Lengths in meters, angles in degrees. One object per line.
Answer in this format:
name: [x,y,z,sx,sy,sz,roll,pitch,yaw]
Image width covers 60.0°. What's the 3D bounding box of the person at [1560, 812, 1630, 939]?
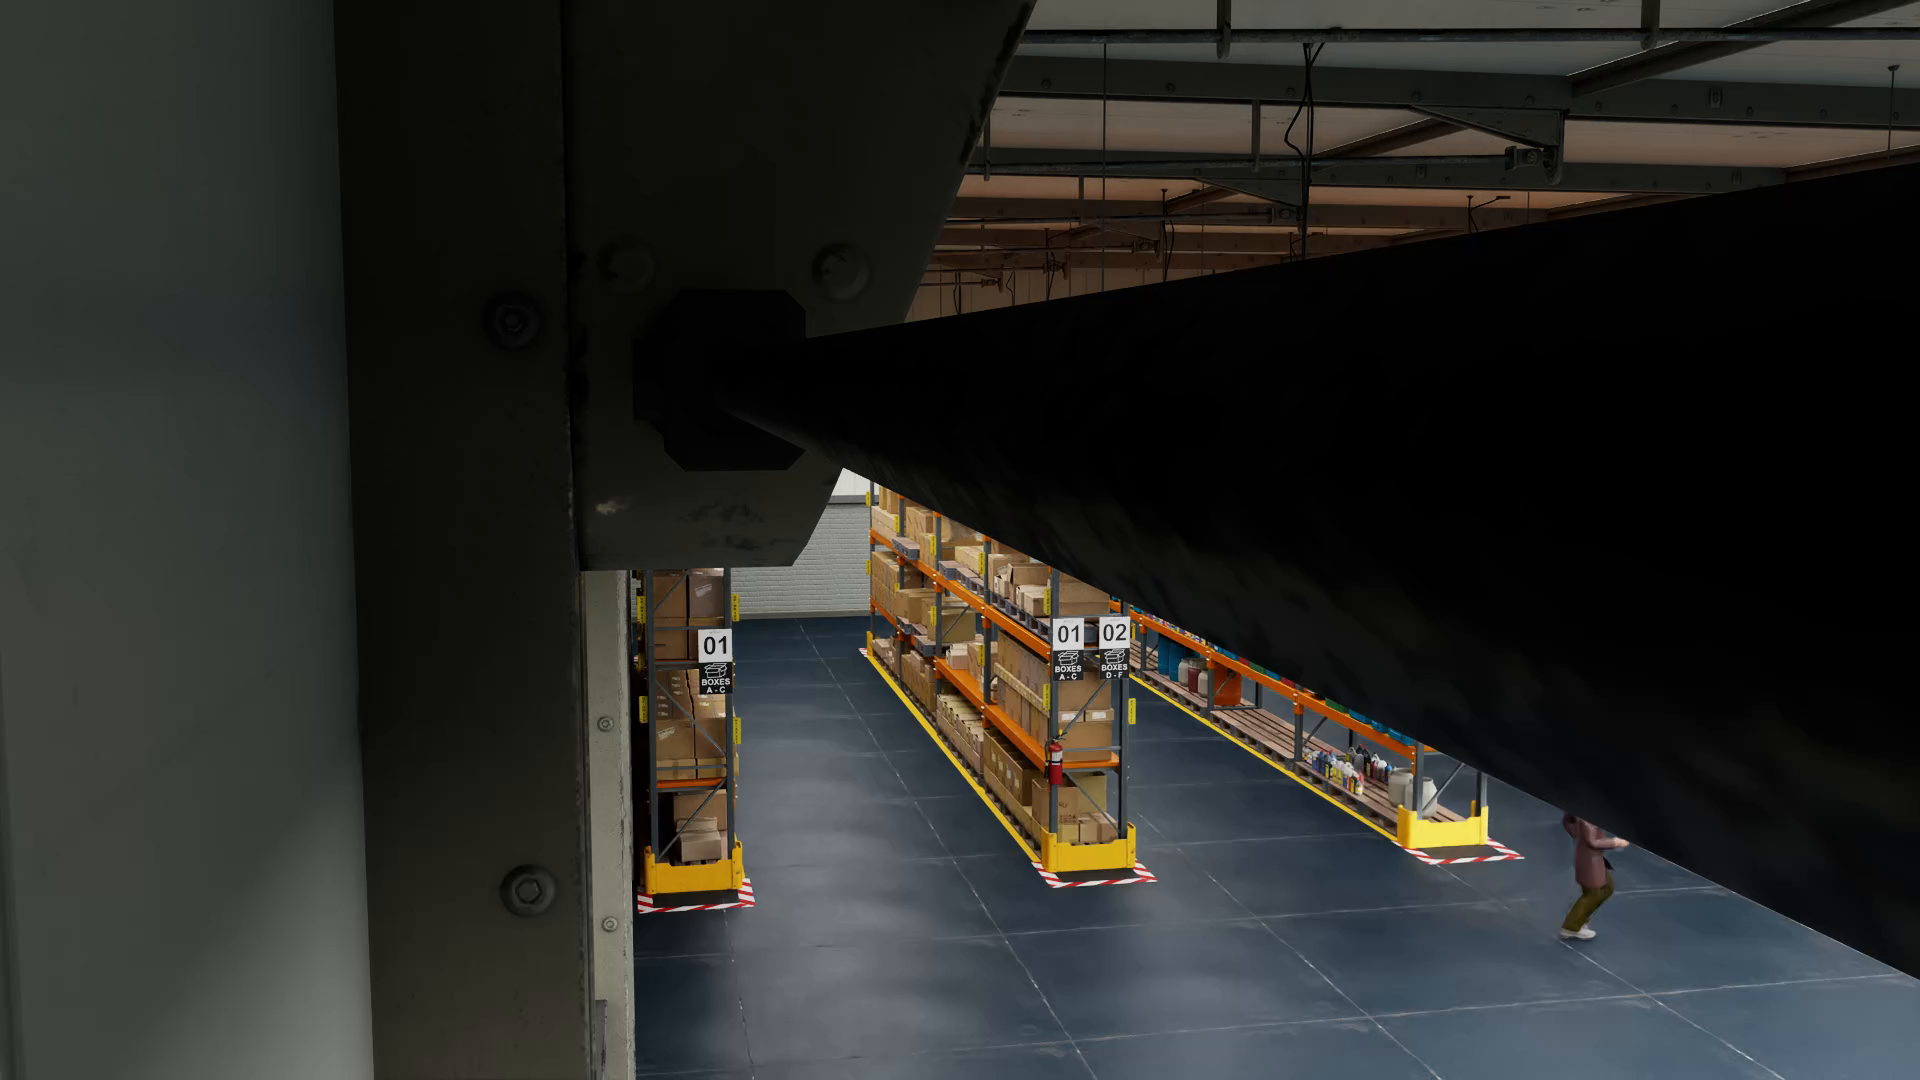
person: [6.997,3.547,18.333,0.675,1.765,0.694,1,6,14]
